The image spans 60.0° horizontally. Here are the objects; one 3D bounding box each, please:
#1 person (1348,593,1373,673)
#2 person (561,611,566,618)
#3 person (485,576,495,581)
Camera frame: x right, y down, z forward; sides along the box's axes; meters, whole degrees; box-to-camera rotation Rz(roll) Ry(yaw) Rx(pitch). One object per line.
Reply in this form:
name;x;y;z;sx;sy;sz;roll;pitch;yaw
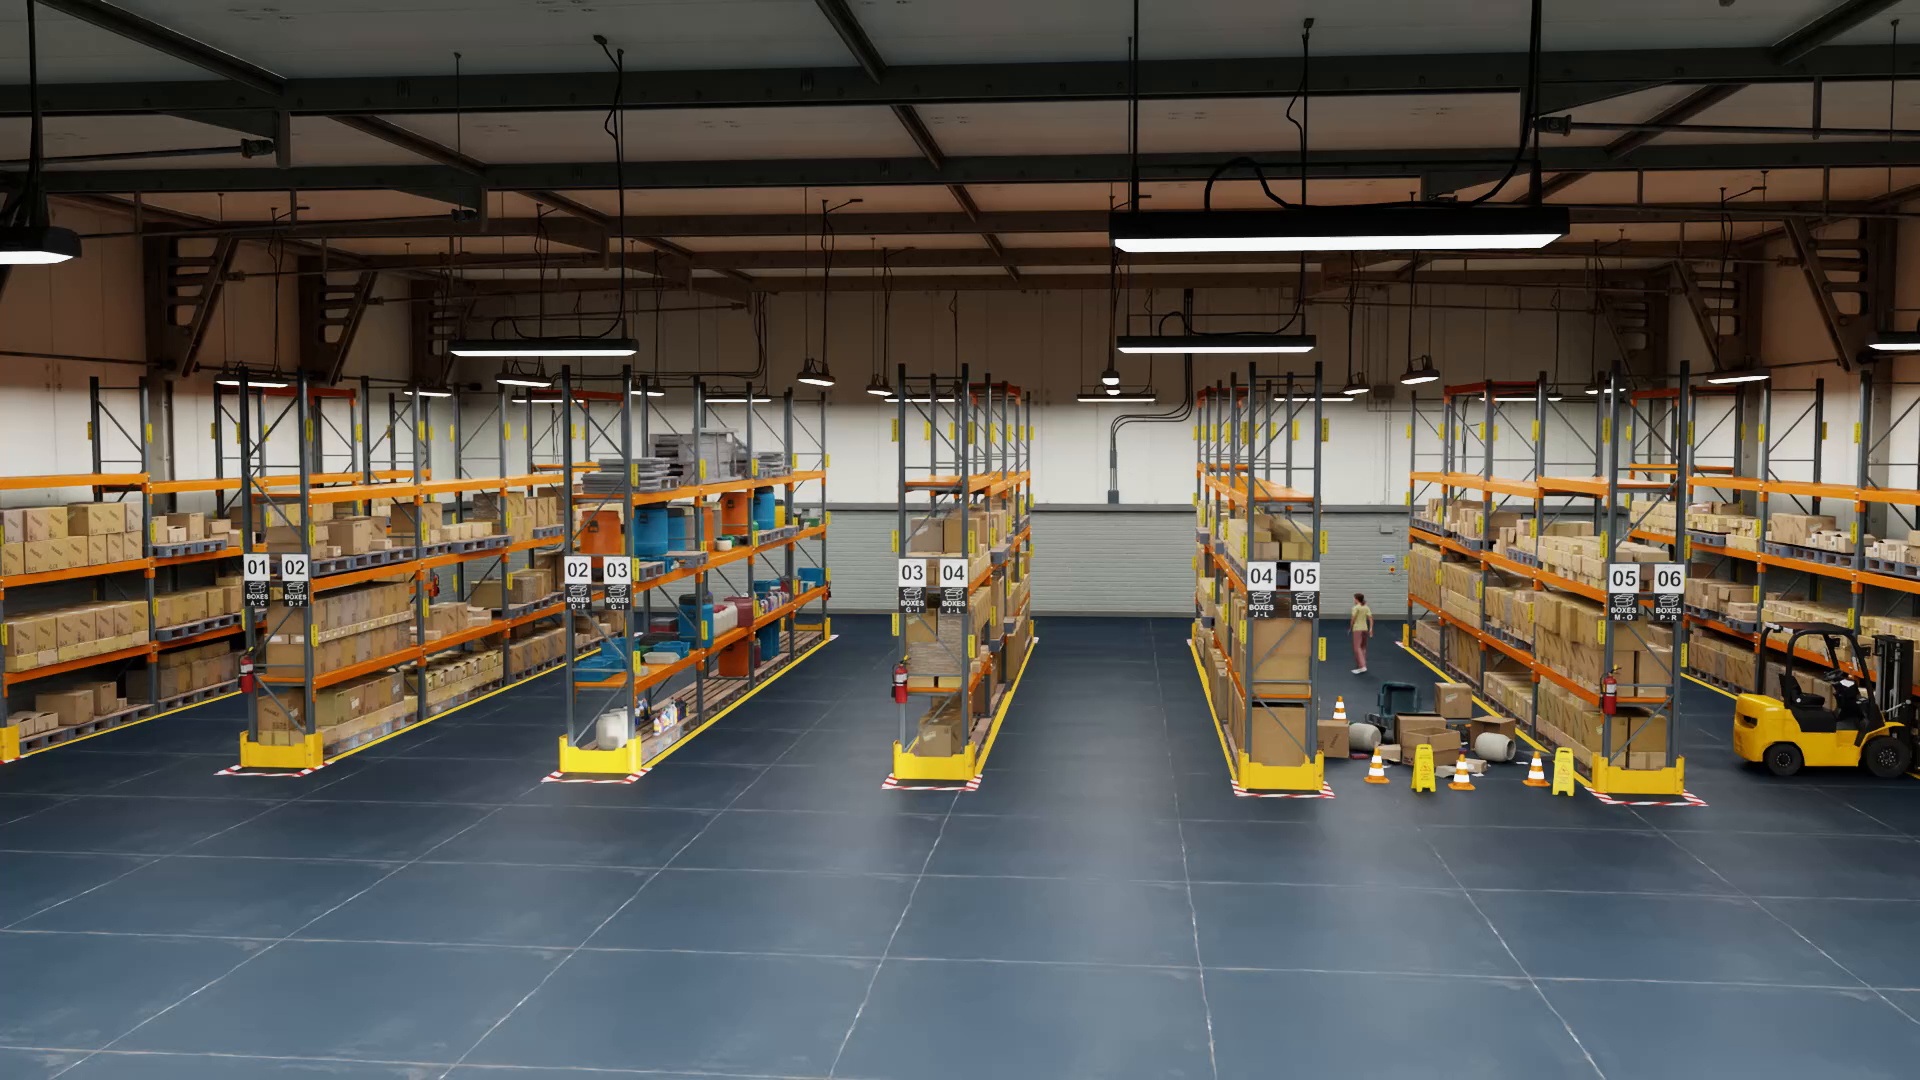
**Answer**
person;8.400;1.949;34.724;0.552;1.680;0.550;-2;4;-31
person;-9.887;1.514;41.770;0.675;1.835;0.506;3;4;35
person;-11.076;1.696;39.350;0.530;1.725;0.529;4;5;45
